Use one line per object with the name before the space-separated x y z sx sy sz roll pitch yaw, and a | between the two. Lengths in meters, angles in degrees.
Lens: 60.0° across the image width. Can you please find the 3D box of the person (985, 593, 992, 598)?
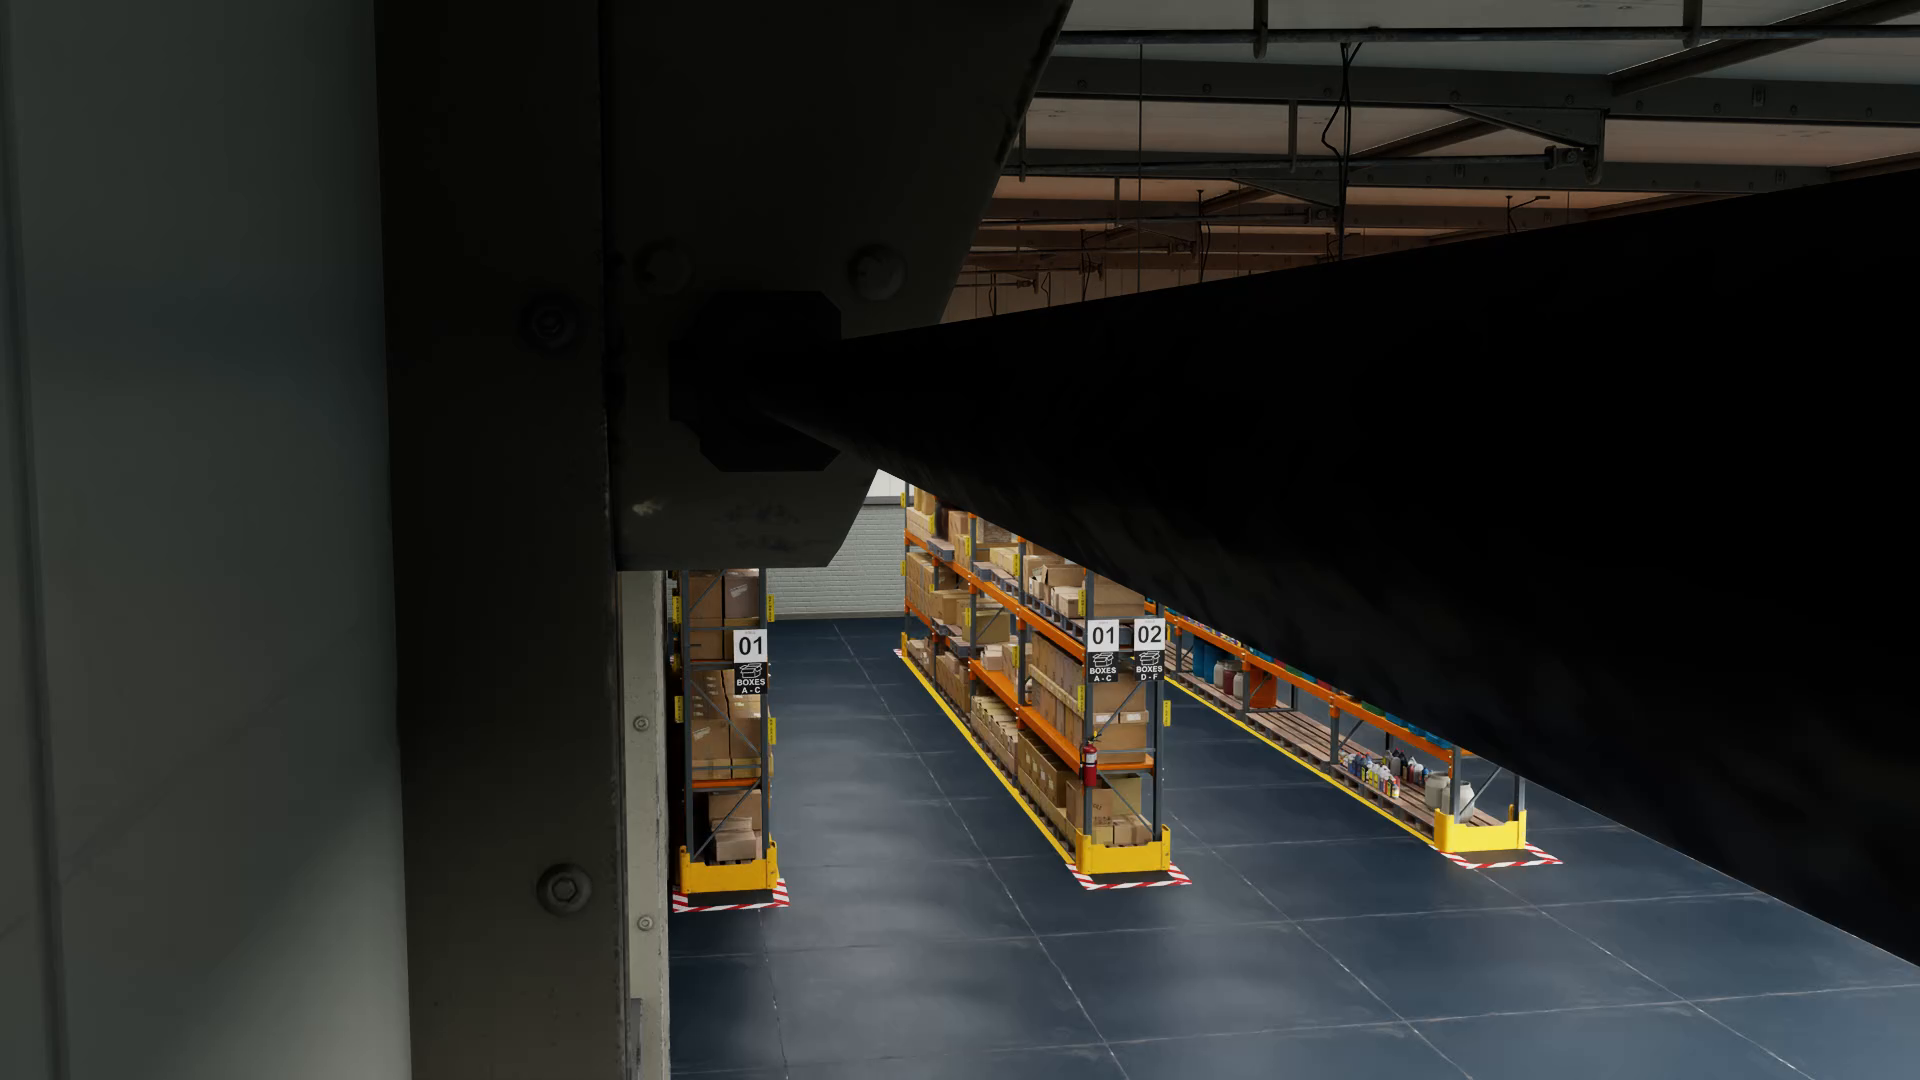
person | 0.754 1.409 40.158 1.175 1.539 0.662 3 6 24
